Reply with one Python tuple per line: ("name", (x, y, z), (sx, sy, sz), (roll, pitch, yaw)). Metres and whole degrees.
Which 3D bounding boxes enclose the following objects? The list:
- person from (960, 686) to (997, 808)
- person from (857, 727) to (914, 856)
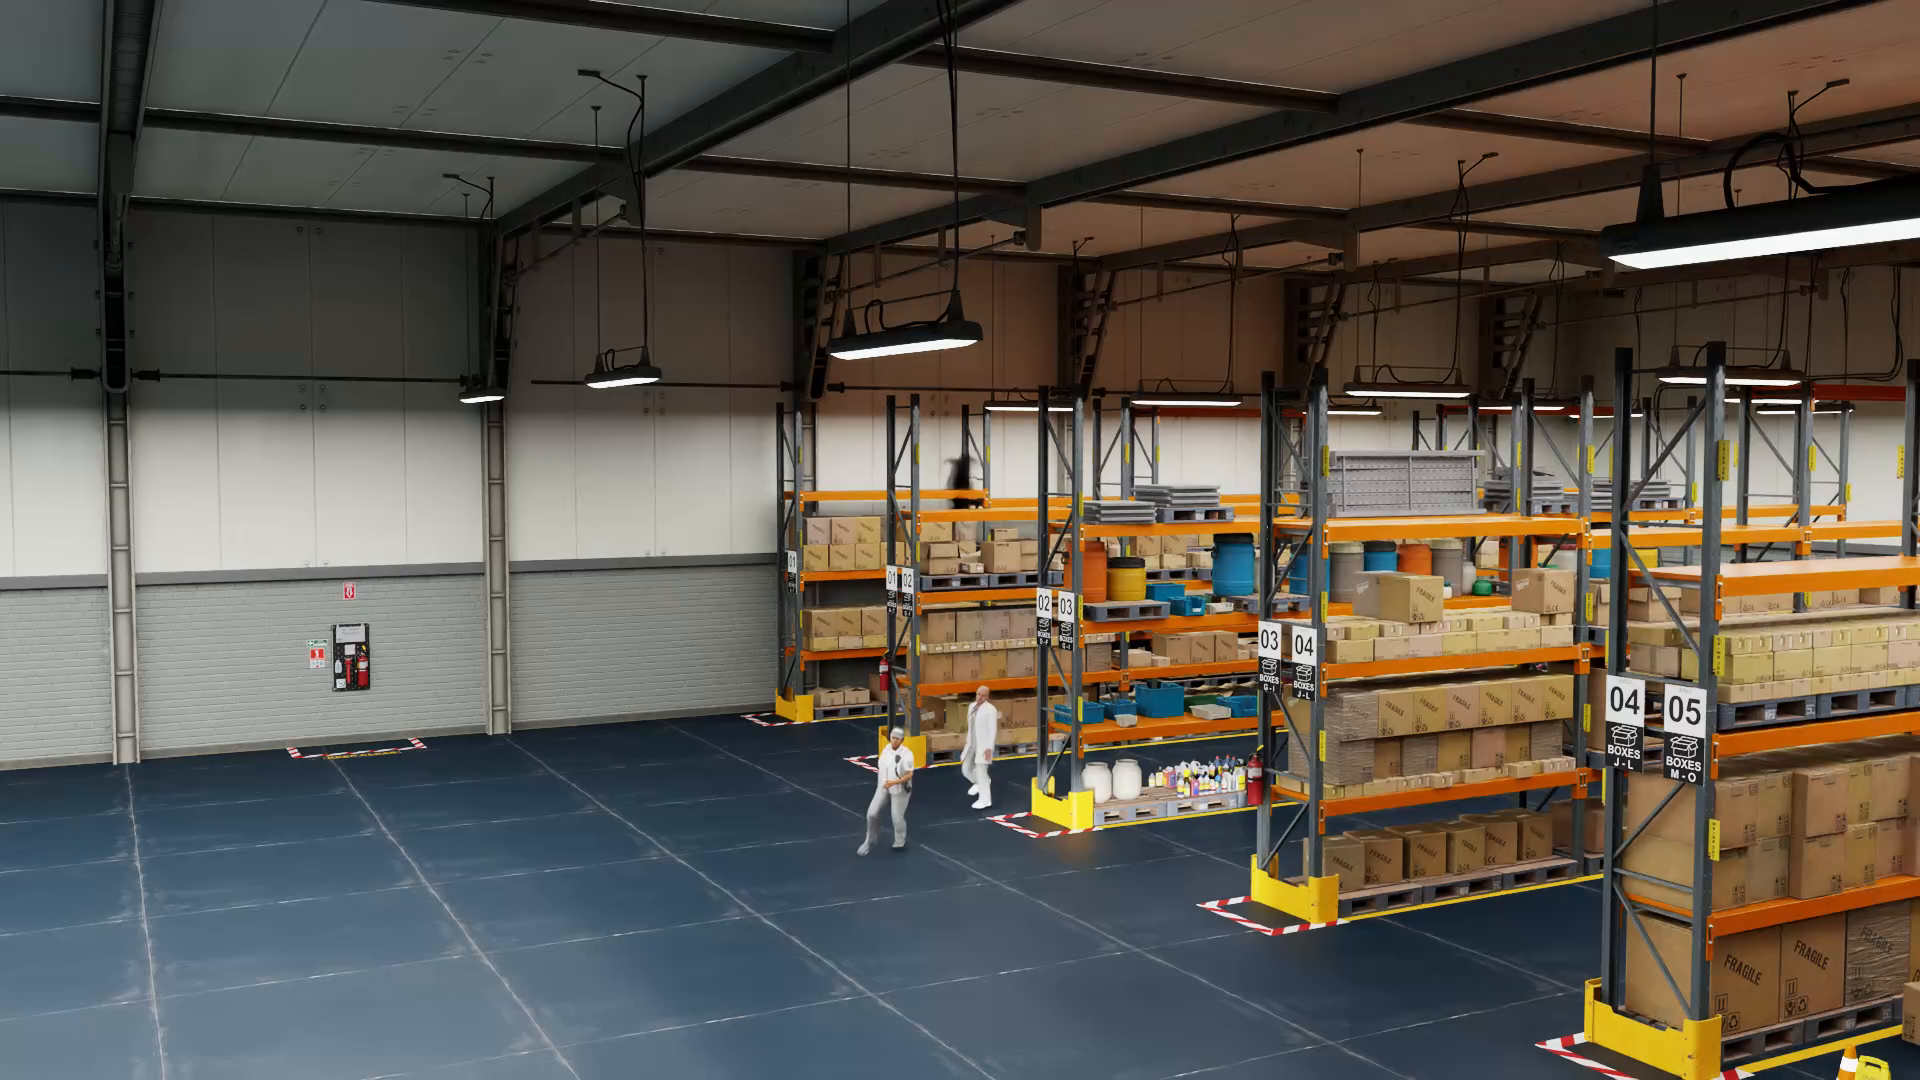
("person", (0.329, 2.928, 23.780), (0.759, 1.743, 0.645), (3, 4, 41))
("person", (-0.868, 3.149, 20.972), (0.694, 1.625, 0.778), (2, 4, 25))
